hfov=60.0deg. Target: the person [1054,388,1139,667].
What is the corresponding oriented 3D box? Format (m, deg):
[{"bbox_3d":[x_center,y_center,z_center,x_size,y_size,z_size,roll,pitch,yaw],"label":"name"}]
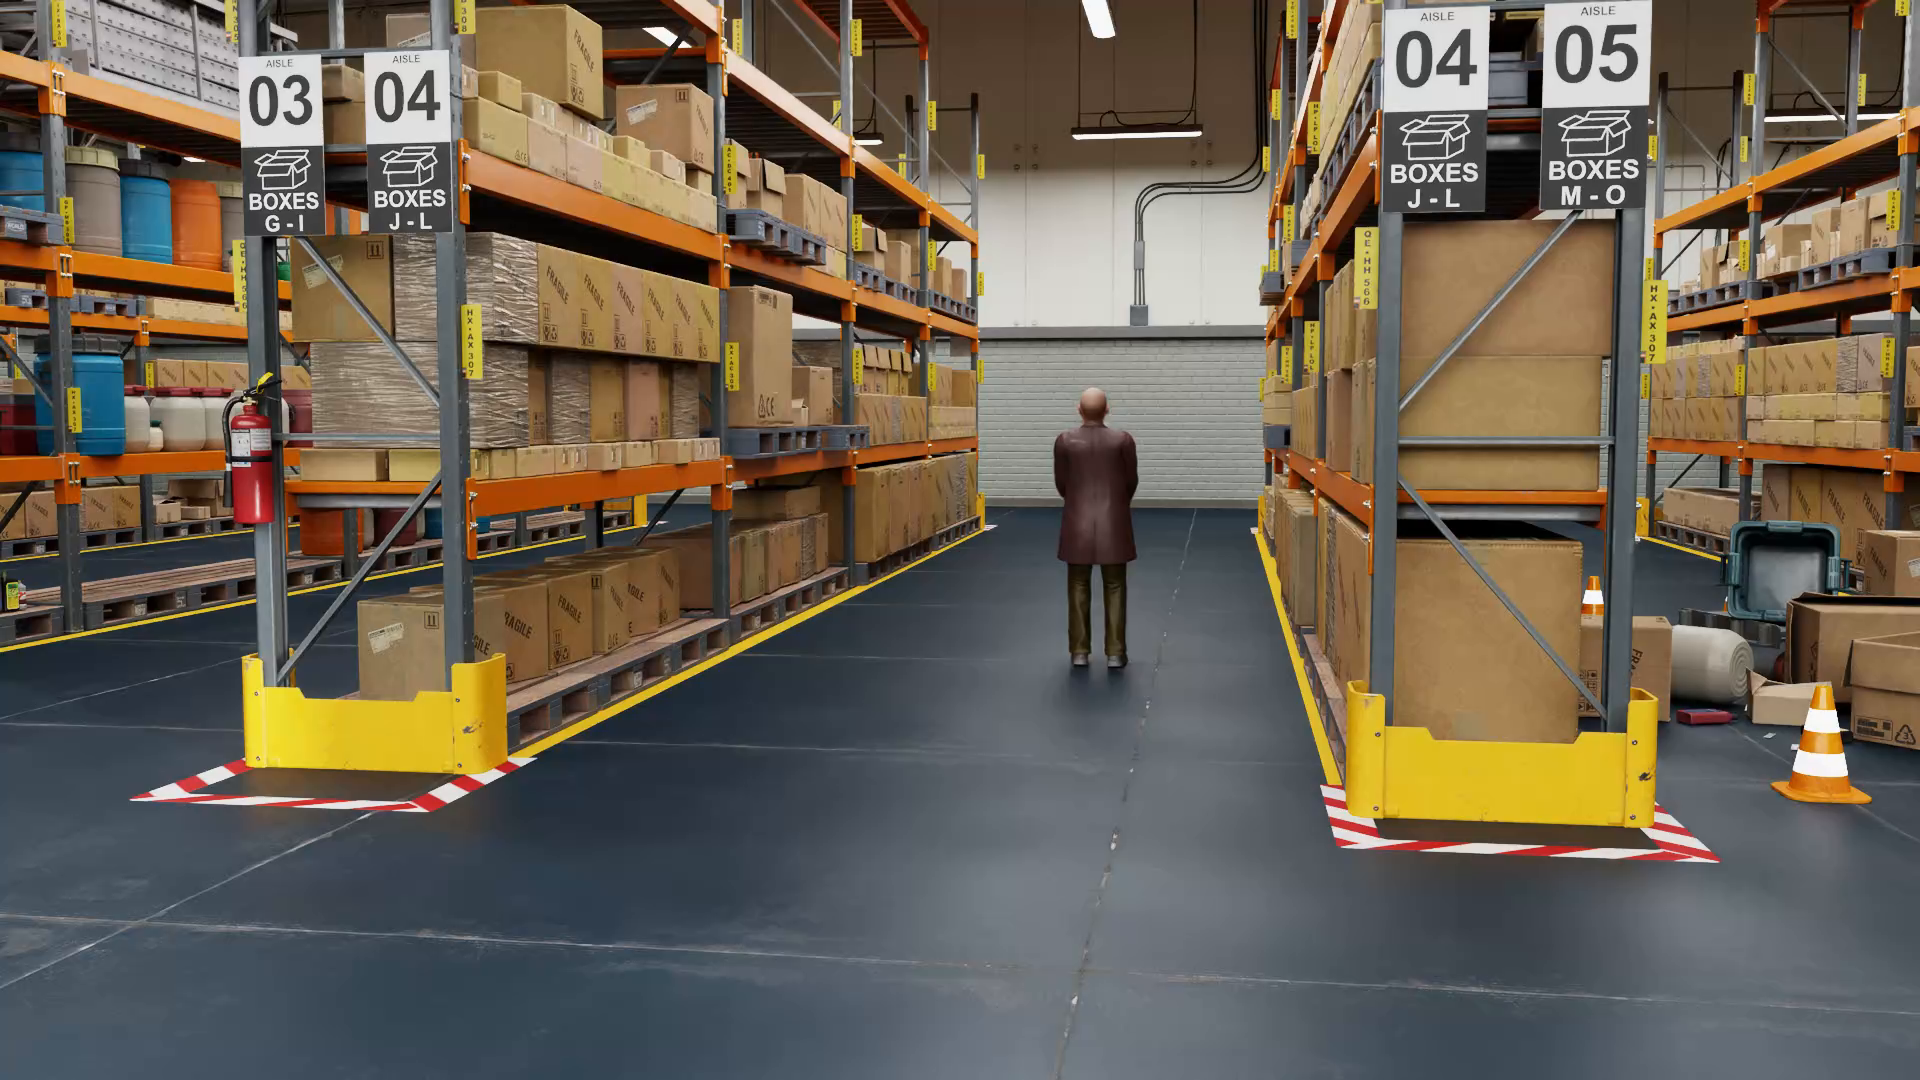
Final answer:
[{"bbox_3d":[0.884,-0.090,10.739,0.537,1.777,0.548,1,4,8],"label":"person"}]
